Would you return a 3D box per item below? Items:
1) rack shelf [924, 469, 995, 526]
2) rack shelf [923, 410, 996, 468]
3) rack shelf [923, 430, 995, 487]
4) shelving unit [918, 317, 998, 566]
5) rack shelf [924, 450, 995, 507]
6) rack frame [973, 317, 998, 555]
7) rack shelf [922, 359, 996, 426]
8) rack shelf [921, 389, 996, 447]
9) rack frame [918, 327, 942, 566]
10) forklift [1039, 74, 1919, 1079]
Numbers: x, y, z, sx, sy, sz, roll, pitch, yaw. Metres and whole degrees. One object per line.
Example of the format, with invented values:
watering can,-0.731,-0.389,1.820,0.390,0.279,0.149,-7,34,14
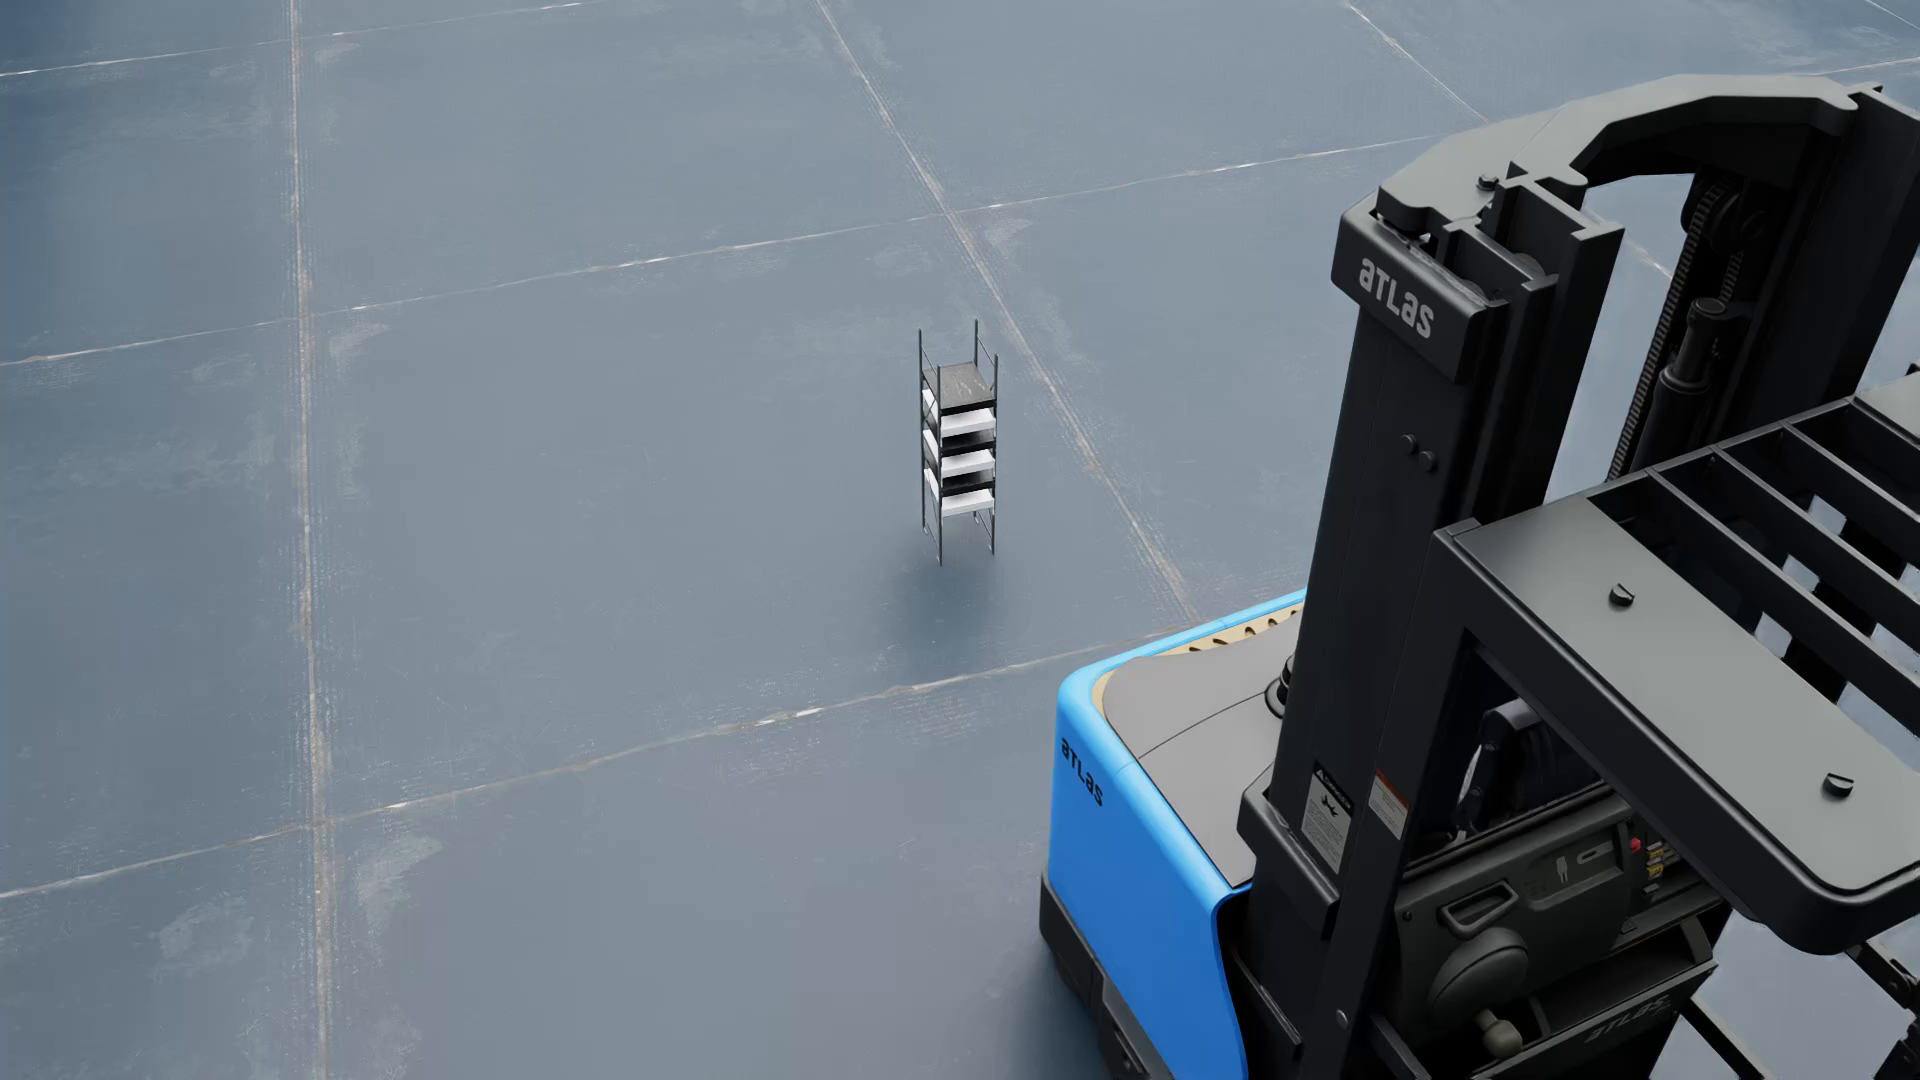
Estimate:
rack shelf,-0.008,-0.177,6.092,0.200,0.077,0.258,-12,42,-13
rack shelf,-0.008,-0.380,5.915,0.200,0.077,0.258,-12,42,-13
rack shelf,-0.008,-0.312,5.974,0.200,0.077,0.258,-12,42,-13
shelving unit,-0.008,-0.337,5.952,0.210,0.900,0.258,-12,42,-13
rack shelf,-0.008,-0.244,6.033,0.200,0.077,0.258,-12,42,-13
rack frame,0.089,-0.357,5.975,0.006,0.900,0.240,-12,42,-13
rack shelf,-0.008,-0.516,5.796,0.200,0.077,0.258,-12,42,-13
rack shelf,-0.008,-0.448,5.856,0.200,0.077,0.258,-12,42,-13
rack frame,-0.105,-0.317,5.929,0.006,0.900,0.240,-12,42,-13
forklift,1.326,0.786,3.122,1.130,2.935,3.031,-18,44,-19
